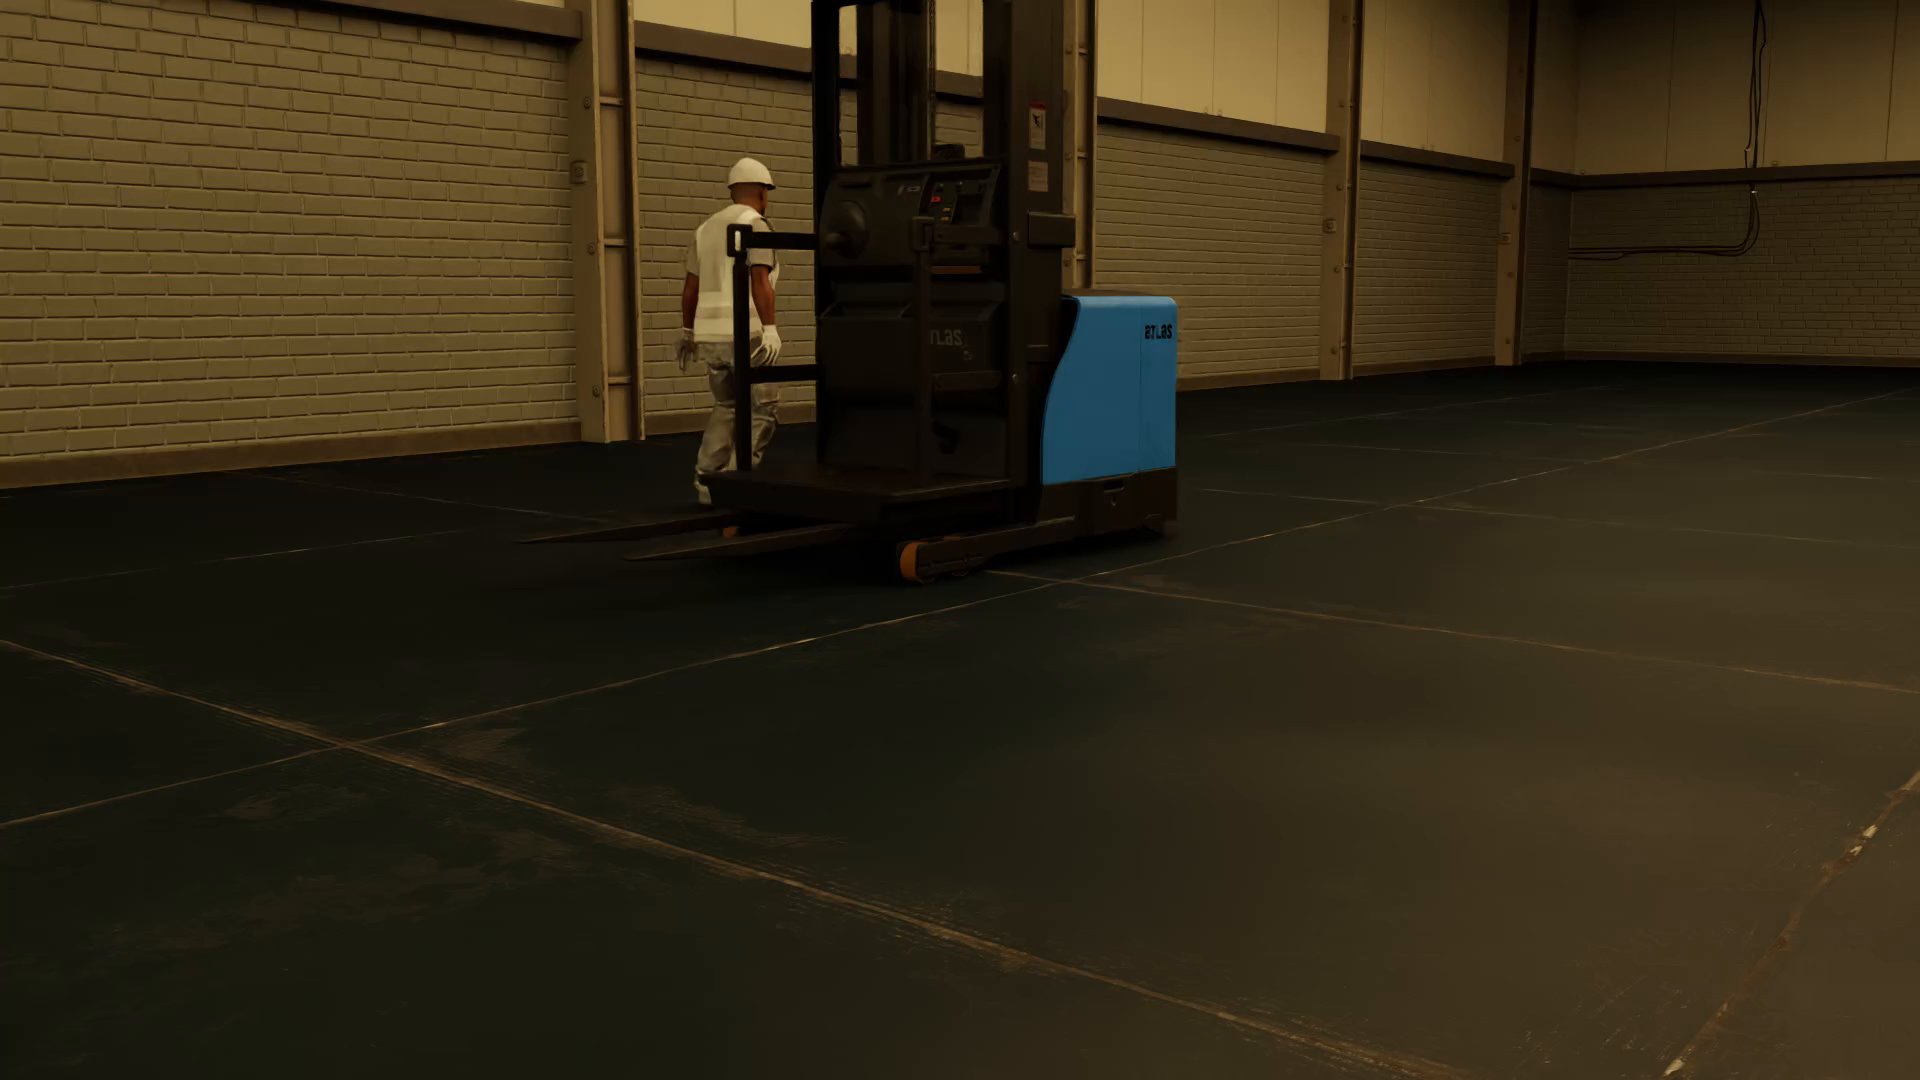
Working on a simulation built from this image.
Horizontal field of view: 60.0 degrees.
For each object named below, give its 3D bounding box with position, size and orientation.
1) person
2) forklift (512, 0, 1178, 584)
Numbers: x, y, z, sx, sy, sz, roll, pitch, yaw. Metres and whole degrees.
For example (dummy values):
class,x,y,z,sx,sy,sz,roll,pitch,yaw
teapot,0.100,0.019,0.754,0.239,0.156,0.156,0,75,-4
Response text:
class,x,y,z,sx,sy,sz,roll,pitch,yaw
person,-1.068,-0.988,8.160,0.457,1.743,0.878,-8,11,-42
forklift,-0.346,-1.364,6.605,1.130,2.935,3.031,7,11,40
